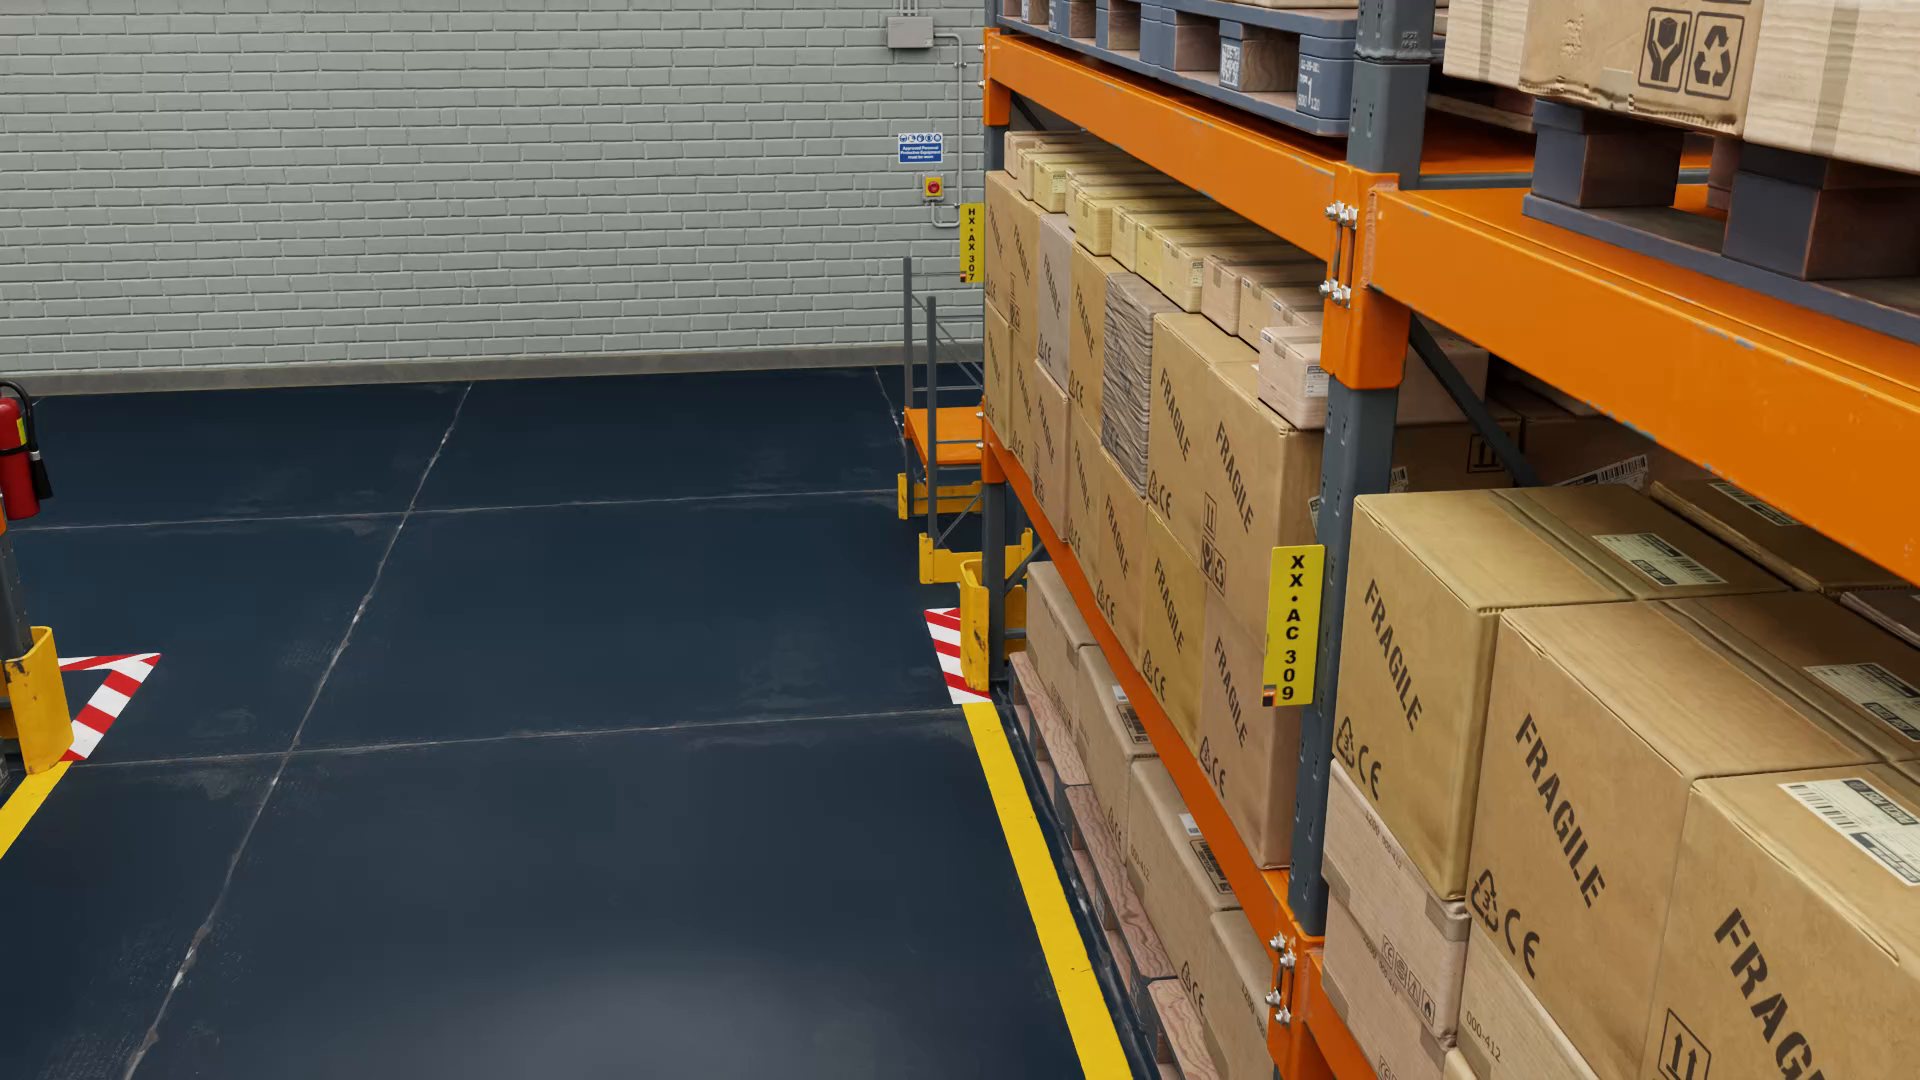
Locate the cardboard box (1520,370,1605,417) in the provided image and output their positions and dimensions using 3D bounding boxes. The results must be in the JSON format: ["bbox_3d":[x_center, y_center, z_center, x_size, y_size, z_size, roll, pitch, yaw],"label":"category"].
[{"bbox_3d":[1.388,-0.363,3.402,0.380,0.149,0.250,-3,21,-9],"label":"cardboard box"}]

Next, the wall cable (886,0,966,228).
[{"bbox_3d":[-0.236,-3.248,12.129,0.585,1.953,0.123,-3,21,-8],"label":"wall cable"}]

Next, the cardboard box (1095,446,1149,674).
[{"bbox_3d":[0.690,0.033,4.699,0.500,0.500,0.500,-3,21,-9],"label":"cardboard box"}]

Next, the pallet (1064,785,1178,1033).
[{"bbox_3d":[0.965,1.194,5.717,1.003,0.211,1.213,-3,21,-8],"label":"pallet"}]

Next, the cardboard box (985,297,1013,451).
[{"bbox_3d":[0.385,-0.673,6.587,0.500,0.500,0.500,-3,21,-8],"label":"cardboard box"}]

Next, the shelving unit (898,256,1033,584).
[{"bbox_3d":[0.011,-0.676,8.883,0.587,1.500,1.083,-3,21,-8],"label":"shelving unit"}]

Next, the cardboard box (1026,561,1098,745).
[{"bbox_3d":[0.794,0.420,6.865,0.875,0.438,0.875,-4,21,-10],"label":"cardboard box"}]

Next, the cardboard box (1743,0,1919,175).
[{"bbox_3d":[1.013,-0.458,1.603,0.380,0.166,0.250,-4,21,-11],"label":"cardboard box"}]

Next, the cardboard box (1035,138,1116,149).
[{"bbox_3d":[0.486,-1.402,6.183,0.380,0.149,0.250,-2,21,-6],"label":"cardboard box"}]

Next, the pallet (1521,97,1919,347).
[{"bbox_3d":[1.358,-0.422,2.046,0.805,0.209,1.217,-4,21,-10],"label":"pallet"}]

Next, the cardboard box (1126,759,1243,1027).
[{"bbox_3d":[1.063,1.049,5.182,0.875,0.438,0.875,-4,21,-9],"label":"cardboard box"}]

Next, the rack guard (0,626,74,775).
[{"bbox_3d":[-4.273,0.675,6.693,1.175,0.500,0.348,-3,21,-8],"label":"rack guard"}]

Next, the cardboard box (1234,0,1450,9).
[{"bbox_3d":[0.768,-1.212,3.337,0.396,0.266,0.258,-2,21,-6],"label":"cardboard box"}]

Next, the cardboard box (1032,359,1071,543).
[{"bbox_3d":[0.541,-0.322,5.648,0.500,0.500,0.500,-3,21,-8],"label":"cardboard box"}]

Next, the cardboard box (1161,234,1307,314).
[{"bbox_3d":[0.734,-0.687,4.268,0.380,0.149,0.250,-3,21,-8],"label":"cardboard box"}]

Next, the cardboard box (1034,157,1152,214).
[{"bbox_3d":[0.465,-1.216,5.685,0.380,0.149,0.250,-4,21,-10],"label":"cardboard box"}]

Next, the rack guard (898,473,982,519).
[{"bbox_3d":[-0.061,-0.263,9.563,0.587,0.250,0.087,-3,21,-8],"label":"rack guard"}]

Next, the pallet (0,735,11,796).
[{"bbox_3d":[-4.191,1.094,5.986,1.003,0.211,1.213,-3,21,-8],"label":"pallet"}]

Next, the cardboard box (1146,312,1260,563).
[{"bbox_3d":[0.770,-0.262,4.060,0.500,0.500,0.500,-3,21,-9],"label":"cardboard box"}]

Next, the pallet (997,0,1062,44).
[{"bbox_3d":[0.717,-1.914,5.893,1.003,0.211,1.213,-3,21,-8],"label":"pallet"}]

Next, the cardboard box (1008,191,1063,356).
[{"bbox_3d":[0.469,-0.963,5.935,0.500,0.500,0.500,-3,21,-9],"label":"cardboard box"}]

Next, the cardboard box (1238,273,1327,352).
[{"bbox_3d":[0.860,-0.515,3.809,0.380,0.149,0.250,-3,21,-8],"label":"cardboard box"}]

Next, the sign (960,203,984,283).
[{"bbox_3d":[0.050,-1.223,6.854,0.100,0.325,0.005,-3,21,-8],"label":"sign"}]

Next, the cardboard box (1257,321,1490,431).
[{"bbox_3d":[0.817,-0.331,3.317,0.380,0.149,0.250,-3,21,-9],"label":"cardboard box"}]

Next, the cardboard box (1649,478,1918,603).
[{"bbox_3d":[1.490,0.205,2.808,0.500,0.500,0.500,-2,21,-6],"label":"cardboard box"}]

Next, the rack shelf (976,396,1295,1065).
[{"bbox_3d":[0.888,0.223,5.360,1.077,0.370,4.000,-3,21,-8],"label":"rack shelf"}]

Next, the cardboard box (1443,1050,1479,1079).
[{"bbox_3d":[1.055,0.993,2.484,0.500,0.250,0.500,-3,21,-9],"label":"cardboard box"}]

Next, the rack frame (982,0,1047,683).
[{"bbox_3d":[0.600,-0.807,7.089,1.000,3.000,0.127,-3,21,-8],"label":"rack frame"}]

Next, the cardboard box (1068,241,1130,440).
[{"bbox_3d":[0.623,-0.612,4.996,0.500,0.500,0.500,-3,21,-8],"label":"cardboard box"}]

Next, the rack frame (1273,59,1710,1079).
[{"bbox_3d":[1.177,0.578,3.381,1.000,3.000,0.127,-3,21,-8],"label":"rack frame"}]

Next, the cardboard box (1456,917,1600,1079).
[{"bbox_3d":[1.064,0.760,2.394,0.500,0.250,0.500,-3,21,-7],"label":"cardboard box"}]

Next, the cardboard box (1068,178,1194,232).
[{"bbox_3d":[0.550,-1.039,5.212,0.380,0.149,0.250,-3,21,-7],"label":"cardboard box"}]

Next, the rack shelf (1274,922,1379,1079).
[{"bbox_3d":[1.465,1.608,1.652,1.077,0.370,4.000,-3,21,-8],"label":"rack shelf"}]

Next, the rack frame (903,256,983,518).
[{"bbox_3d":[-0.061,-0.849,9.346,0.500,1.500,0.032,-3,21,-8],"label":"rack frame"}]

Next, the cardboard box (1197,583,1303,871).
[{"bbox_3d":[0.857,0.384,3.758,0.500,0.500,0.500,-3,21,-7],"label":"cardboard box"}]

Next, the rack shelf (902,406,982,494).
[{"bbox_3d":[0.012,-0.505,8.938,0.538,0.185,1.000,-3,21,-8],"label":"rack shelf"}]

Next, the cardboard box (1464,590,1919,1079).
[{"bbox_3d":[1.056,0.405,2.274,0.500,0.500,0.500,-3,21,-8],"label":"cardboard box"}]

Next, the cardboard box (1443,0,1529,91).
[{"bbox_3d":[0.902,-0.770,2.295,0.396,0.266,0.258,-3,21,-8],"label":"cardboard box"}]

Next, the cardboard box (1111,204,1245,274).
[{"bbox_3d":[0.645,-0.861,4.737,0.380,0.149,0.250,-3,21,-8],"label":"cardboard box"}]

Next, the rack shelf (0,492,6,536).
[{"bbox_3d":[-3.995,0.508,4.598,1.077,0.370,4.000,-3,21,-8],"label":"rack shelf"}]

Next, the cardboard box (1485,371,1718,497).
[{"bbox_3d":[1.348,-0.114,3.662,0.500,0.500,0.500,-3,21,-7],"label":"cardboard box"}]
